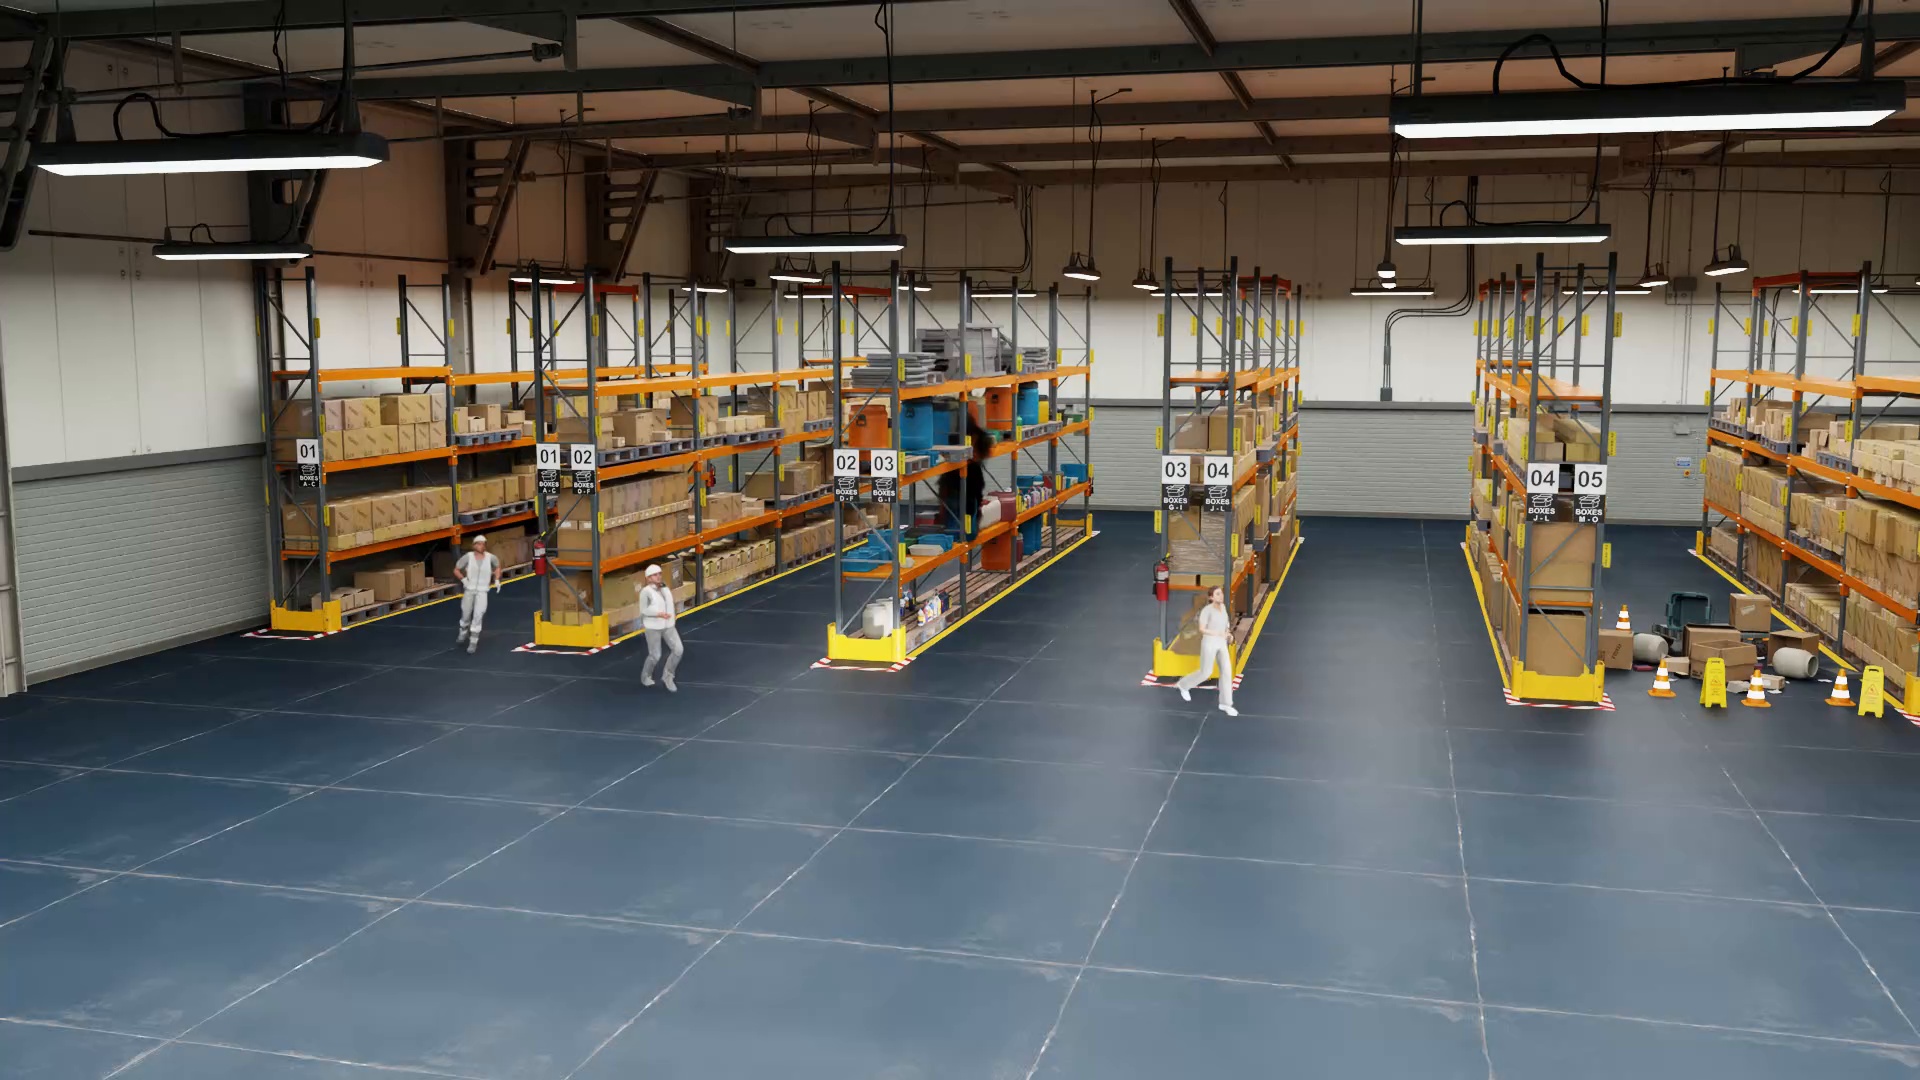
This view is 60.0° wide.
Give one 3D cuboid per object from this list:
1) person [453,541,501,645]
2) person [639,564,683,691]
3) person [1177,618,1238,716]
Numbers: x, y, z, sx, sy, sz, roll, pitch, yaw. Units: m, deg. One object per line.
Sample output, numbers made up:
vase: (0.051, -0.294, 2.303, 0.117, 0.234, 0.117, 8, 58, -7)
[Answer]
person: (-7.573, 0.788, 26.110, 0.713, 1.647, 0.777, -2, 8, -15)
person: (-4.170, 1.224, 23.120, 0.726, 1.789, 0.662, 7, 10, 44)
person: (3.293, 1.626, 21.874, 0.370, 1.255, 0.955, -5, 9, -36)
